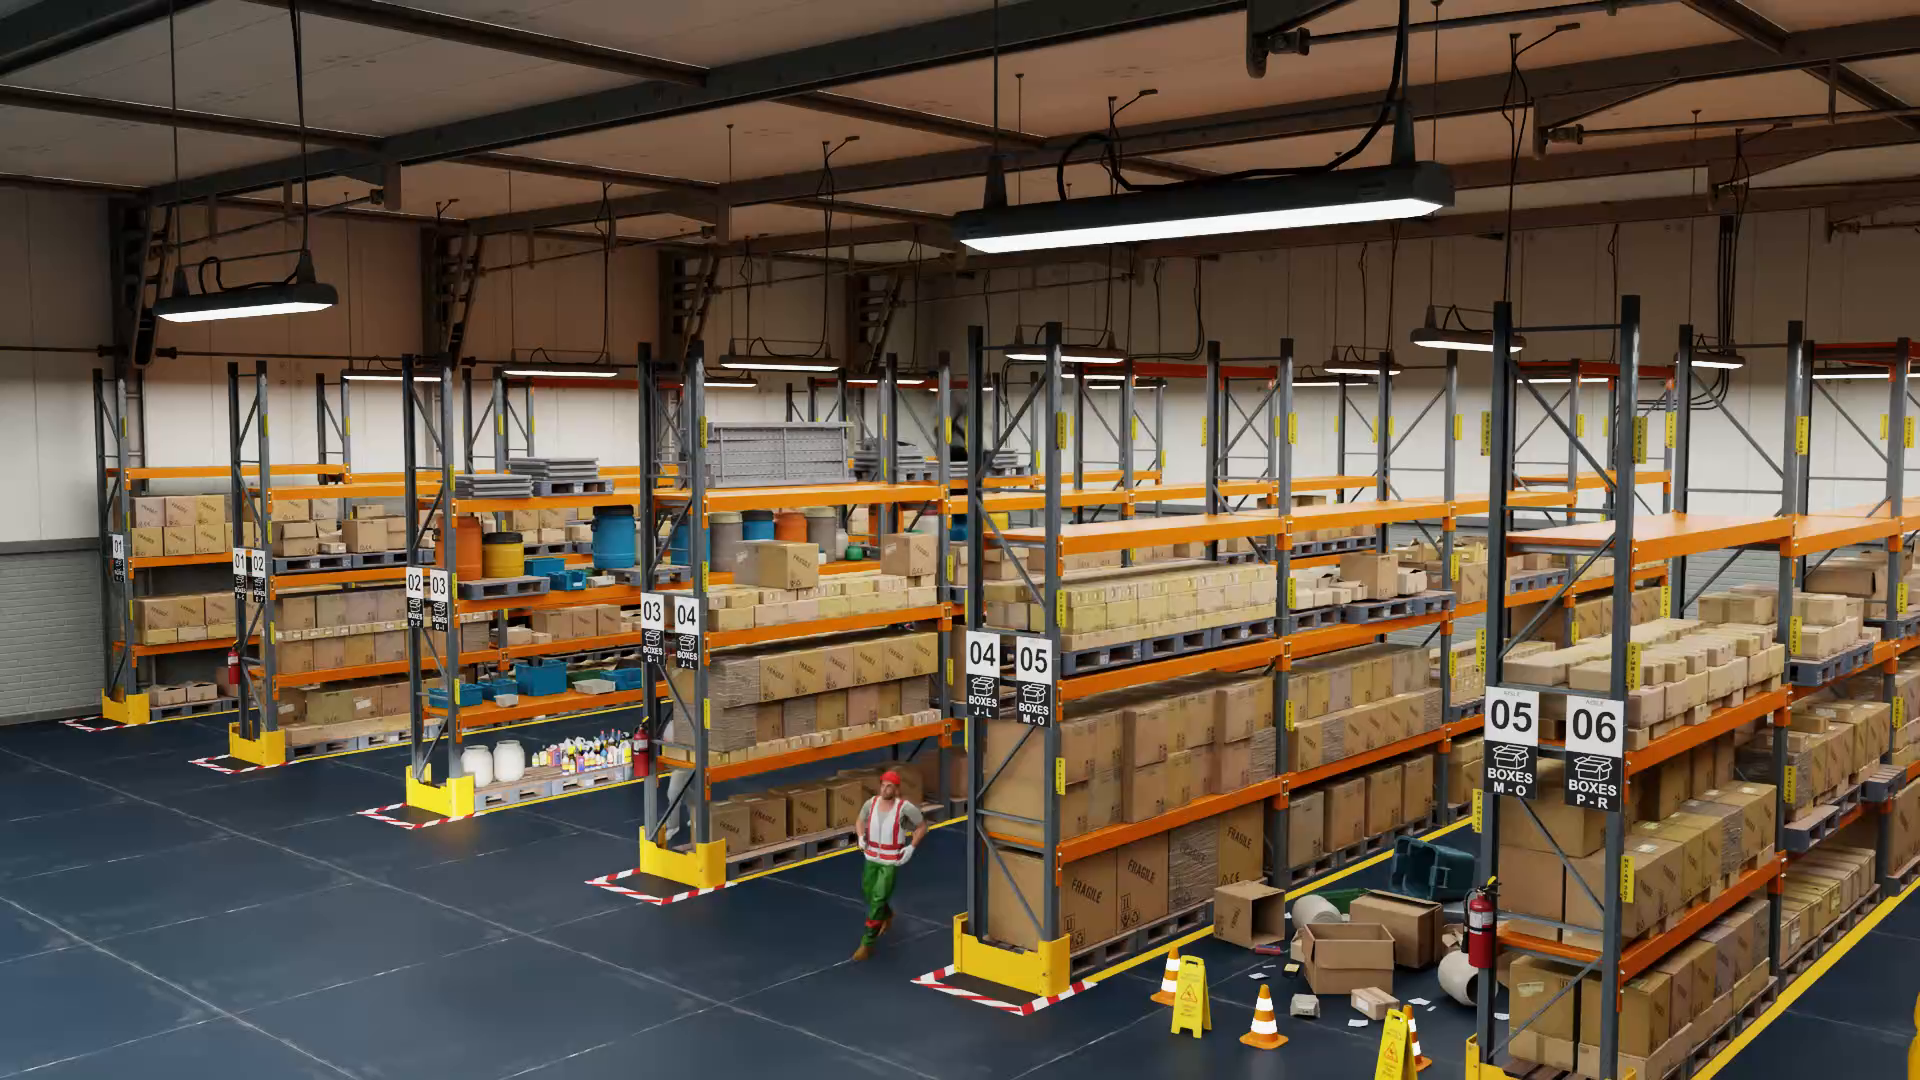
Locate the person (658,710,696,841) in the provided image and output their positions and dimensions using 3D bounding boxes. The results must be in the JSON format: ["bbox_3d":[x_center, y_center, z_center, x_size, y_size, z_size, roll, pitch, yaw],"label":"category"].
[{"bbox_3d":[-3.445,2.807,20.559,0.543,1.707,0.817,4,6,41],"label":"person"}]

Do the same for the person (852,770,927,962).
[{"bbox_3d":[-0.697,3.101,16.075,0.703,1.781,0.845,2,5,22],"label":"person"}]
